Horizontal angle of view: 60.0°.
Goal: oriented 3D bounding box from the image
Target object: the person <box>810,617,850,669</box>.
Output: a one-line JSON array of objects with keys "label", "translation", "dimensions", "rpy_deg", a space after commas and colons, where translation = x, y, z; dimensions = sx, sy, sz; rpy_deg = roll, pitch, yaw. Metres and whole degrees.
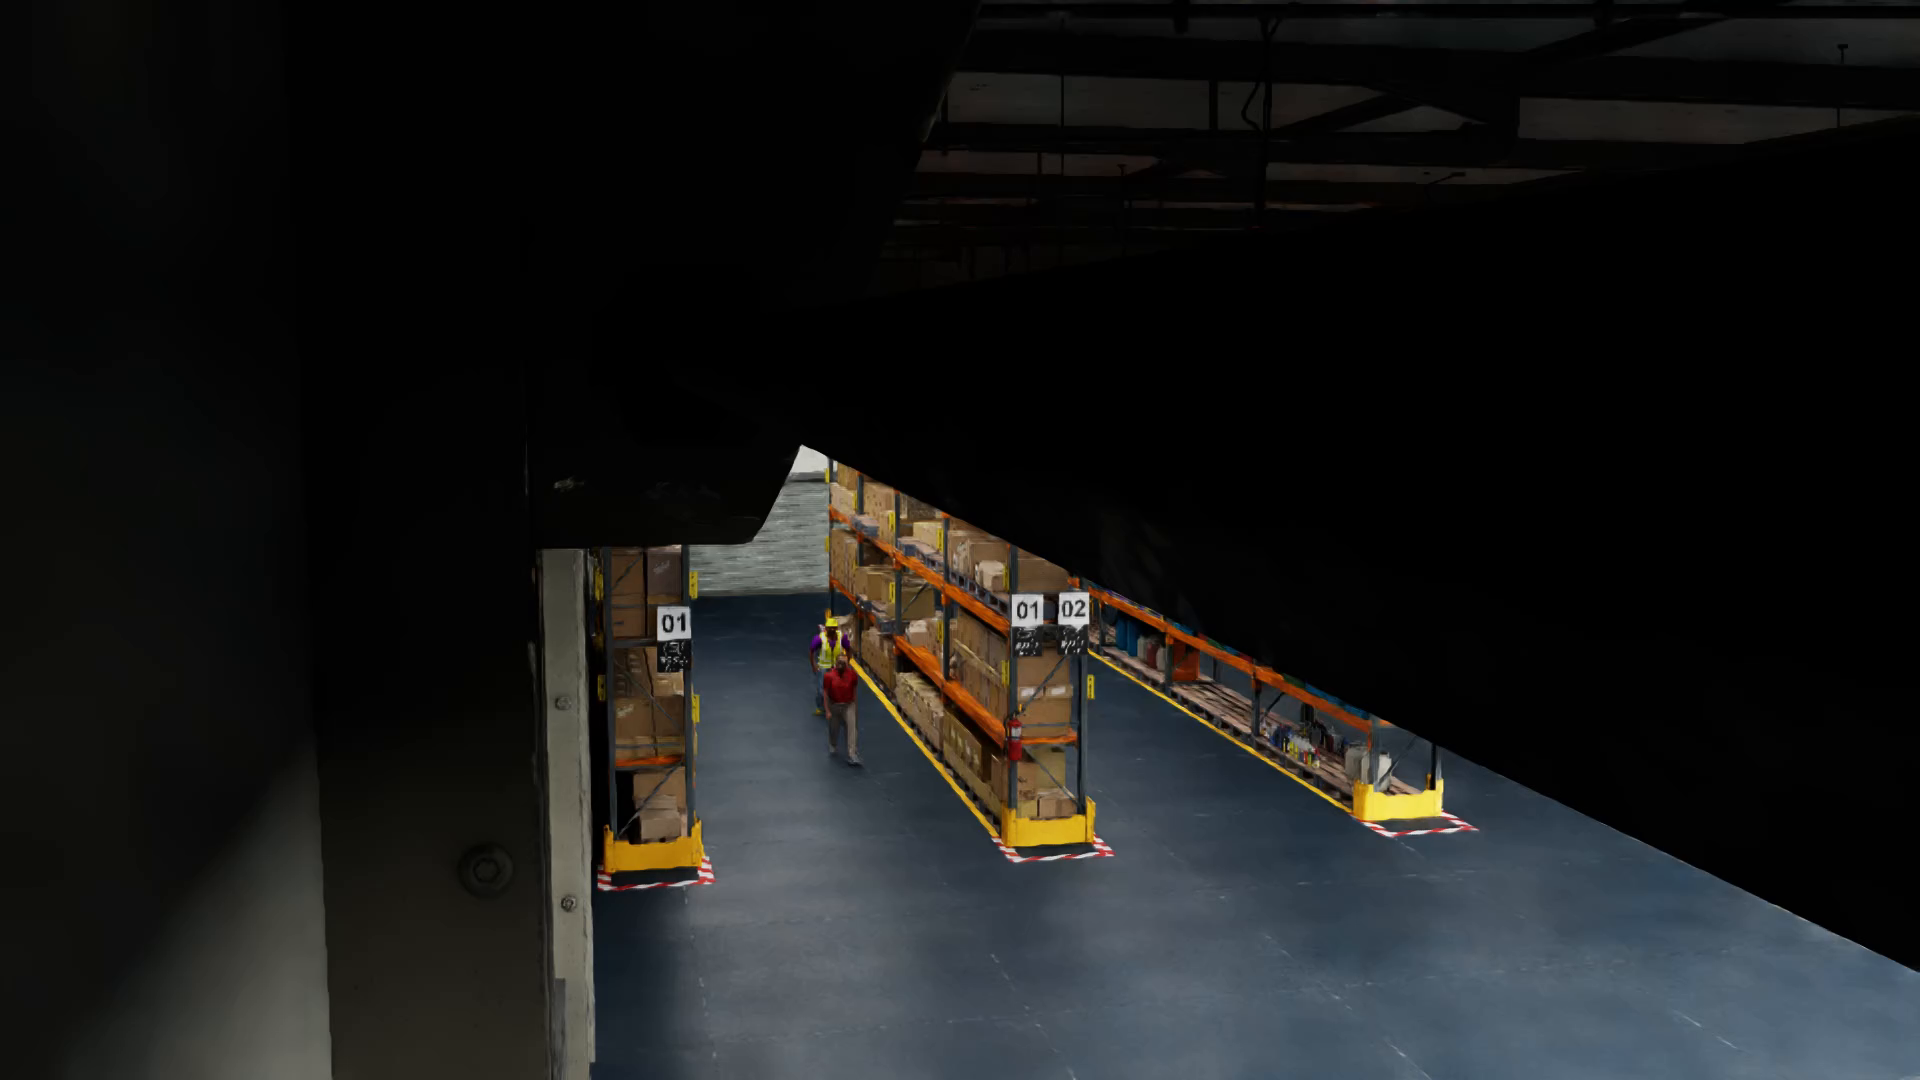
[{"label": "person", "translation": [-2.184, 1.740, 28.097], "dimensions": [0.690, 0.885, 0.475], "rpy_deg": [-2, 7, -14]}]

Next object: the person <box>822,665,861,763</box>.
[{"label": "person", "translation": [-1.814, 2.605, 25.190], "dimensions": [0.532, 1.462, 1.126], "rpy_deg": [-1, 7, -11]}]

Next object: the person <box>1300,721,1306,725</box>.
[{"label": "person", "translation": [5.788, 2.247, 27.282], "dimensions": [0.390, 1.677, 0.544], "rpy_deg": [-5, 8, -35]}]
